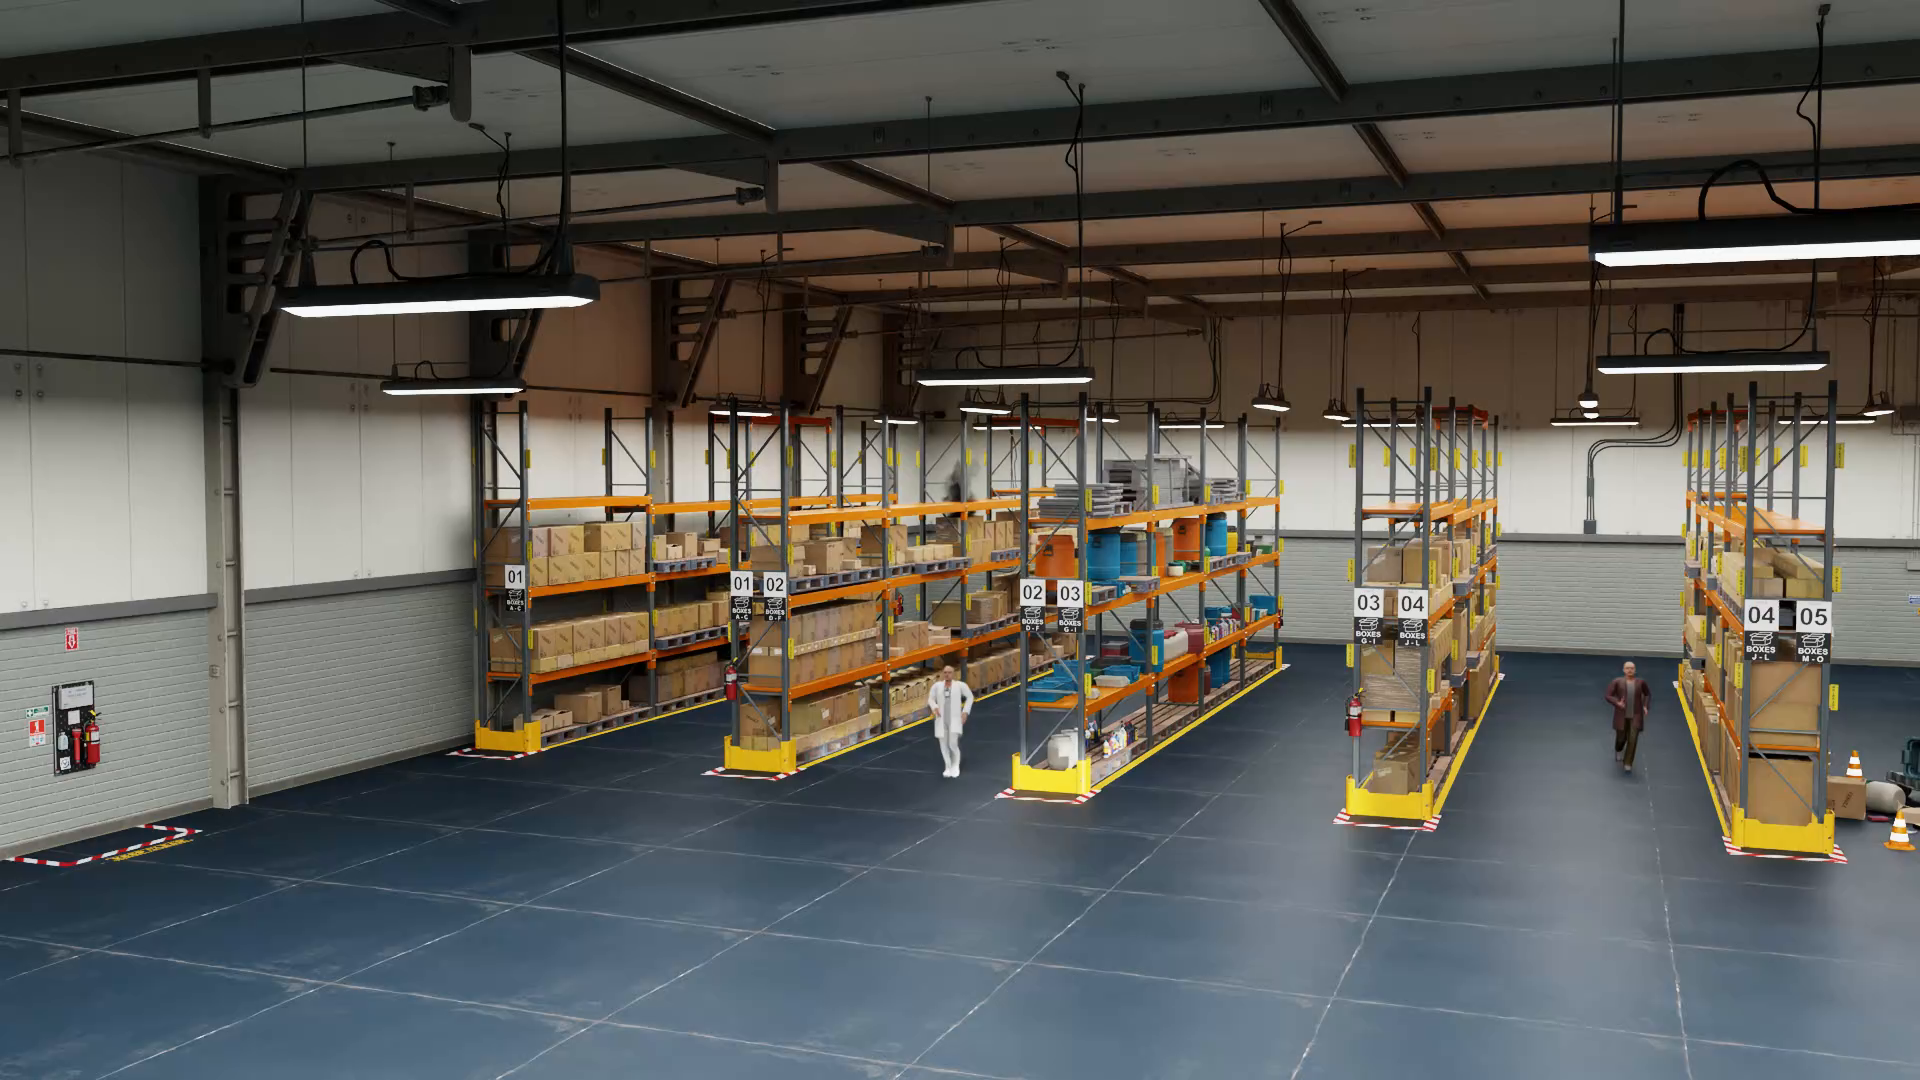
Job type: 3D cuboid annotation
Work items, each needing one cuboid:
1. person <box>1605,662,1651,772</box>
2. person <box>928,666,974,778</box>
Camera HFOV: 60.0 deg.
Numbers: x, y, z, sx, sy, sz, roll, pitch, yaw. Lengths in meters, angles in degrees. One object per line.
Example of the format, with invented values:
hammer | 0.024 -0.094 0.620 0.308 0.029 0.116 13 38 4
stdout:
person | 10.739 2.826 26.717 0.708 1.748 0.803 1 3 14
person | -0.172 2.862 26.083 0.708 1.778 0.628 1 3 11
